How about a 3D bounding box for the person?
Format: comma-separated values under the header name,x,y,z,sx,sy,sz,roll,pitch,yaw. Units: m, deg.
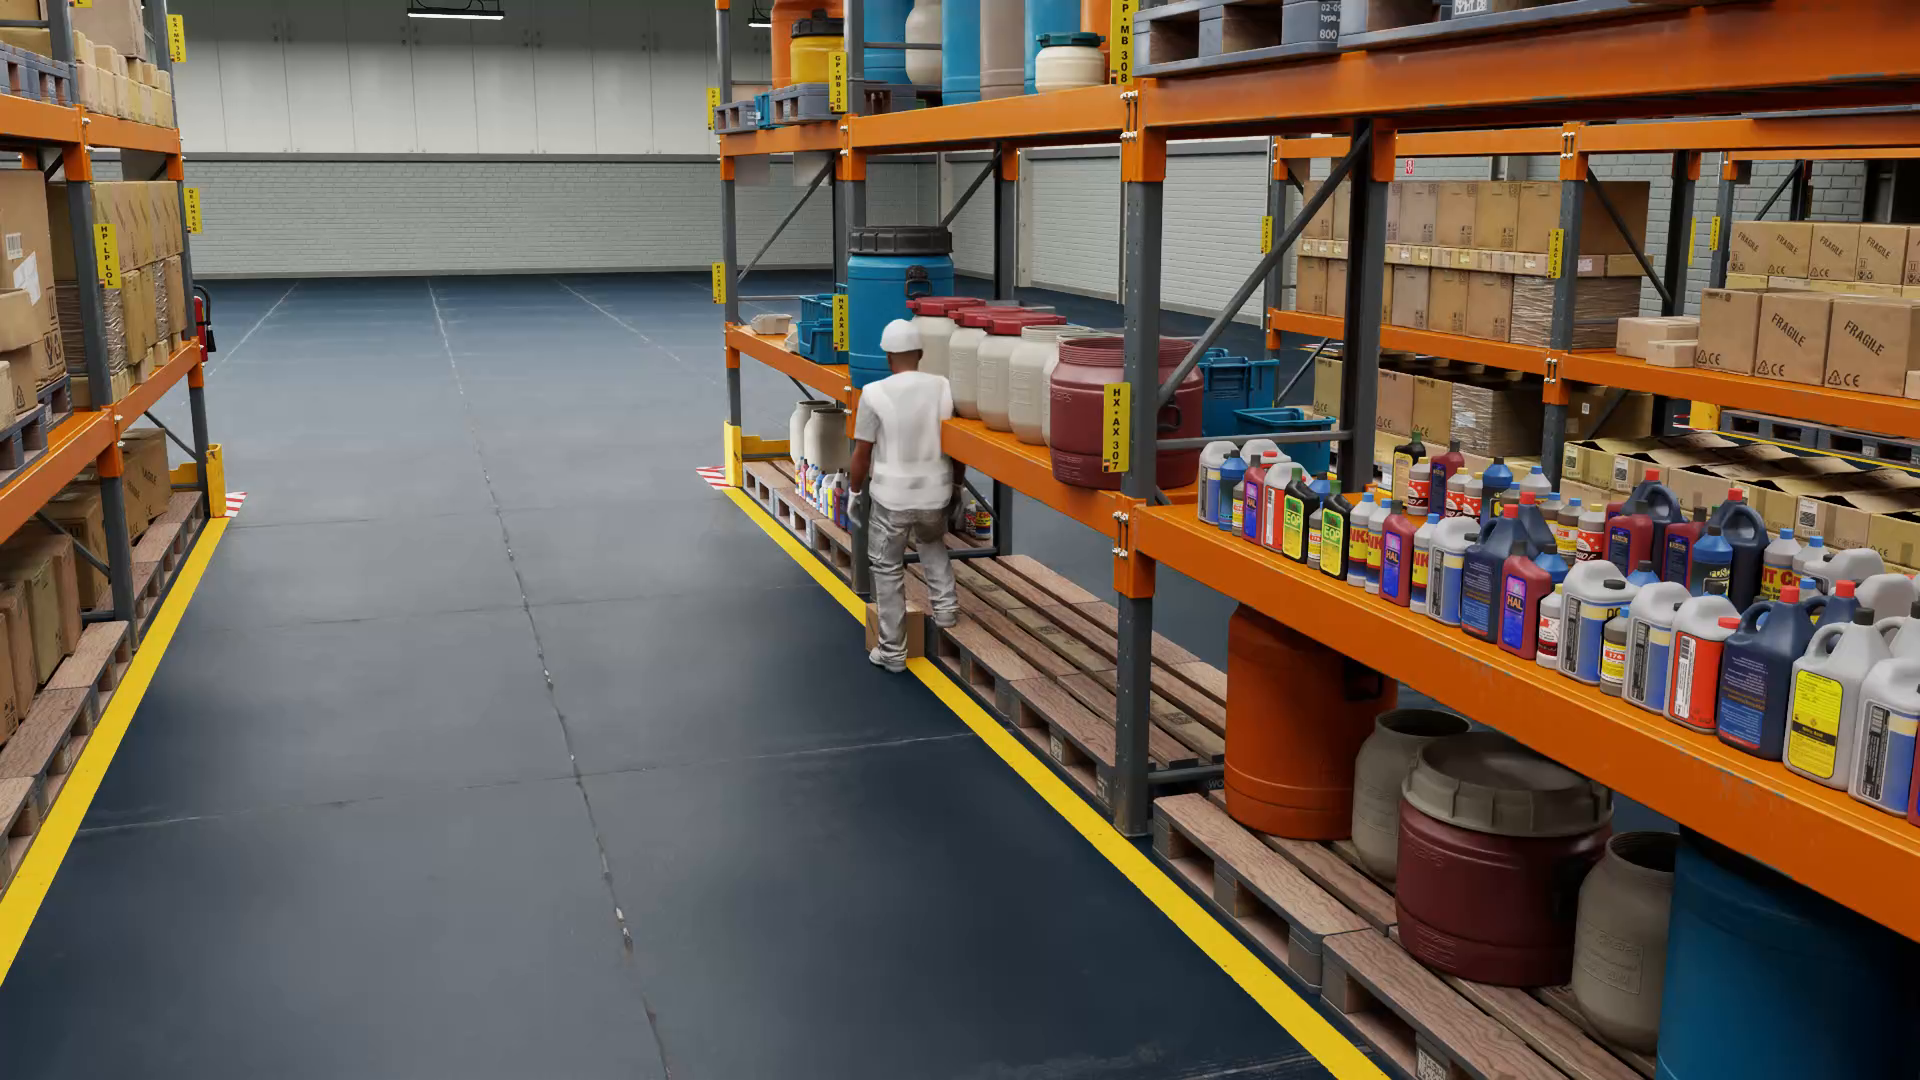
name,x,y,z,sx,sy,sz,roll,pitch,yaw
person,-0.272,-0.231,8.482,0.629,1.783,0.518,-4,13,-19
